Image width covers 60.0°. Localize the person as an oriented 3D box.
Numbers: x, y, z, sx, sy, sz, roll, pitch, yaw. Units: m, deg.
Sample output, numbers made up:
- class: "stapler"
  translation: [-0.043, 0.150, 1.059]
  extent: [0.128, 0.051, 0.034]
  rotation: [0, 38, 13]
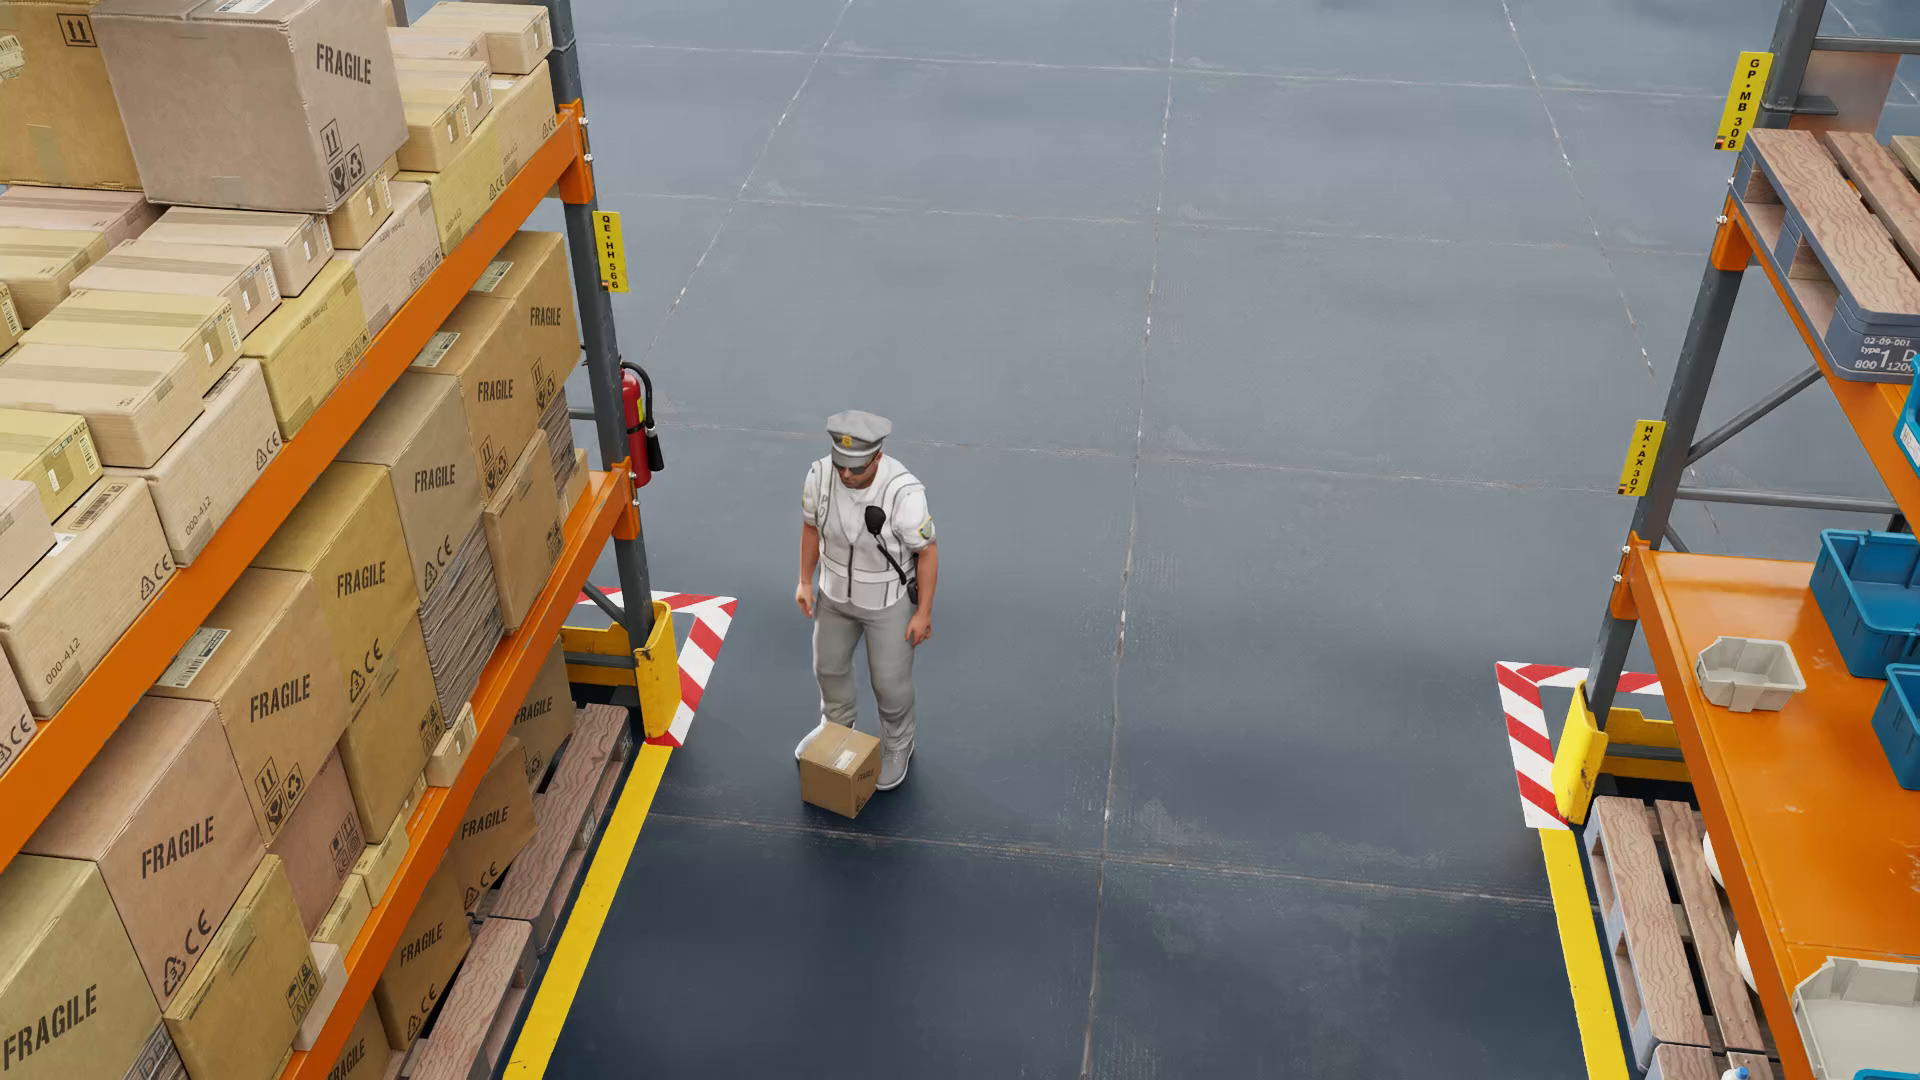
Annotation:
- class: "person"
  translation: [-0.377, 0.213, 6.739]
  extent: [0.606, 1.749, 0.437]
  rotation: [14, 38, 19]
